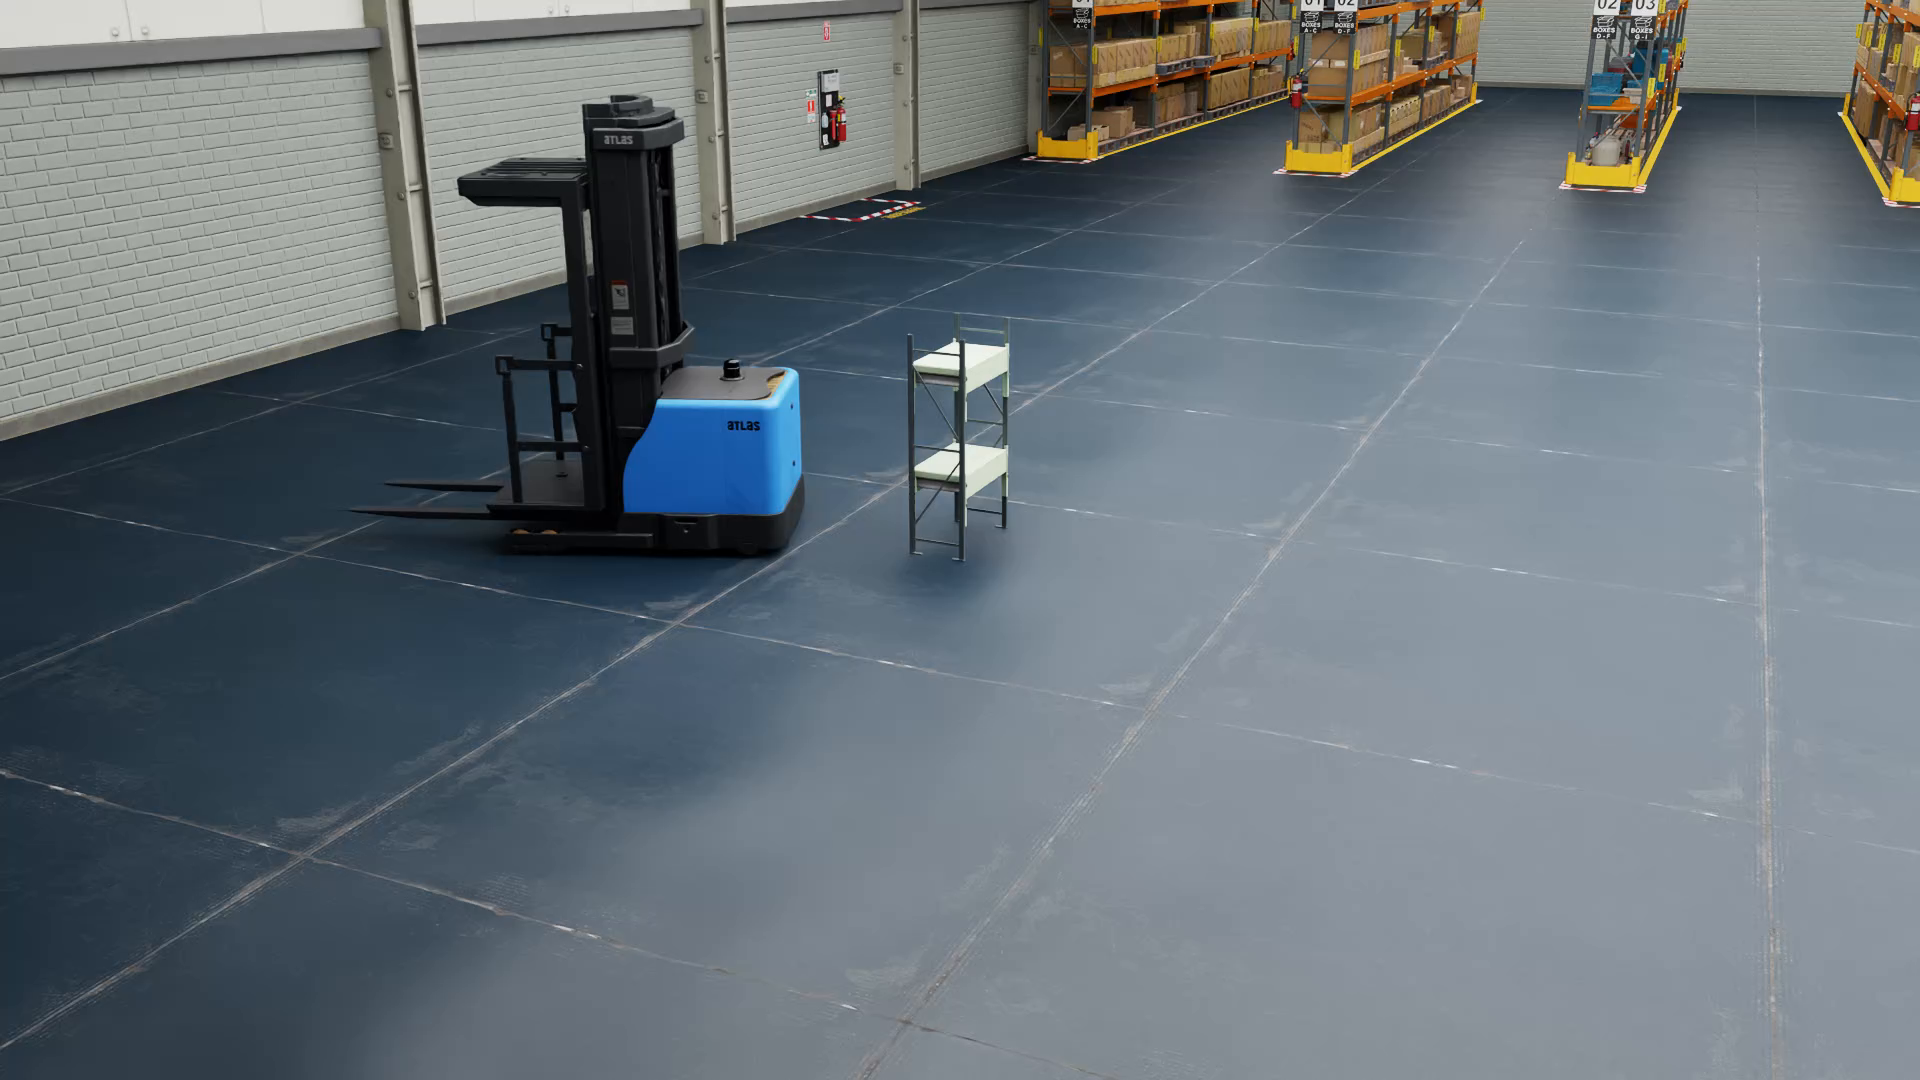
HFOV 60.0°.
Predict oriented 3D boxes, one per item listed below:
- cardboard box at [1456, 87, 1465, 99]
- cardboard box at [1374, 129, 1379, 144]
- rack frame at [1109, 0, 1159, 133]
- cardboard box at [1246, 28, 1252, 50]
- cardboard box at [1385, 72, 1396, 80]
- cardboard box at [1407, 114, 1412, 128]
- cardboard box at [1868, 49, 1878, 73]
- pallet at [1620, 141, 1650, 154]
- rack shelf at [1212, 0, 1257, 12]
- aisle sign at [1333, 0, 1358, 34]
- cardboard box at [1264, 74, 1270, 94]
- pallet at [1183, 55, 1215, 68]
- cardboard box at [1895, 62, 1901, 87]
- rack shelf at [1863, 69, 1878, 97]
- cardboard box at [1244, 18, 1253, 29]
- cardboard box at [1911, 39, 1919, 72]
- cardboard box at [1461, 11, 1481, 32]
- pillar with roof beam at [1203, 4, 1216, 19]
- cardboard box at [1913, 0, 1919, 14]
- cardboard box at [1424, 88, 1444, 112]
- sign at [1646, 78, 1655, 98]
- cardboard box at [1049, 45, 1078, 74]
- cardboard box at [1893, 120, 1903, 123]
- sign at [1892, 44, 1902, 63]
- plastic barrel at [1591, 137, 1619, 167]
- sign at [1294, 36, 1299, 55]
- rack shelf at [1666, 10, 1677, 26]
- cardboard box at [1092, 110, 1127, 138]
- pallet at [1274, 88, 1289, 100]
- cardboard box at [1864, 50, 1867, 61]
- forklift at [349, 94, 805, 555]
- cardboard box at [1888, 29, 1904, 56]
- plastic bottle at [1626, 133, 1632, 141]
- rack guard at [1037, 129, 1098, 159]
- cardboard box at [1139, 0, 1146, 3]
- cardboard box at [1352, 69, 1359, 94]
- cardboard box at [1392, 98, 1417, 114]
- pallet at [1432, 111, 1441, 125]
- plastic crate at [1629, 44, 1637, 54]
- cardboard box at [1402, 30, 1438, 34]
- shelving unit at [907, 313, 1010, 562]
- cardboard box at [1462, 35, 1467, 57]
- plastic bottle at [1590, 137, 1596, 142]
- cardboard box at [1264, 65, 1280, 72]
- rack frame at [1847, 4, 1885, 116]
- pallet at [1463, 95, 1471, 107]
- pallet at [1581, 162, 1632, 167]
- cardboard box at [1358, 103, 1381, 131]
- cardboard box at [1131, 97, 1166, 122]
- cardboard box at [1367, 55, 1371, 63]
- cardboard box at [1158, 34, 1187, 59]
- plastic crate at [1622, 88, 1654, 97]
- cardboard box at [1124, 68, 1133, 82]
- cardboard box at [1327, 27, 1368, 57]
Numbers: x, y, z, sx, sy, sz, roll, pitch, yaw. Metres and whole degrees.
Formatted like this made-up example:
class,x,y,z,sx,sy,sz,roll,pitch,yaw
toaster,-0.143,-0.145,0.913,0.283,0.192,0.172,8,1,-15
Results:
class,x,y,z,sx,sy,sz,roll,pitch,yaw
cardboard box,12.726,-11.536,42.878,0.500,0.250,0.500,9,21,23
cardboard box,8.022,-8.022,33.025,0.500,0.250,0.500,9,21,23
rack frame,3.705,-10.121,35.452,1.000,3.000,0.127,9,21,23
cardboard box,7.022,-12.588,41.764,0.500,0.500,0.500,8,21,22
cardboard box,8.775,-9.567,34.269,0.380,0.149,0.250,9,21,23
cardboard box,9.455,-9.062,35.951,0.500,0.250,0.500,9,22,24
cardboard box,19.917,-10.315,35.847,0.500,0.500,0.500,9,21,23
pallet,13.030,-7.693,32.787,1.003,0.211,1.213,9,21,23
rack shelf,6.162,-13.030,40.227,1.077,0.370,4.000,9,21,23
aisle sign,6.841,-9.383,29.495,0.394,0.787,0.004,9,21,23
cardboard box,7.802,-12.111,44.151,0.700,0.500,0.500,9,22,24
pallet,5.149,-11.021,38.269,1.213,0.211,1.003,9,21,23
cardboard box,17.021,-8.140,29.289,0.875,0.500,0.500,9,21,23
rack shelf,19.719,-9.578,34.997,1.077,0.370,4.000,9,21,23
cardboard box,7.023,-12.939,41.633,0.500,0.250,0.500,9,22,24
cardboard box,15.823,-7.874,27.046,0.500,0.500,0.500,9,21,23
cardboard box,13.209,-13.455,43.186,0.500,0.500,0.500,8,21,22
pillar with roof beam,10.406,-15.135,40.598,9.100,9.000,0.400,9,21,23
cardboard box,16.419,-9.010,28.073,0.500,0.250,0.500,8,21,21
cardboard box,11.146,-10.424,39.378,0.500,0.500,0.500,9,21,23
sign,11.606,-7.593,27.929,0.100,0.325,0.005,9,21,23
cardboard box,2.066,-9.364,32.397,0.500,0.500,0.500,8,21,22
cardboard box,18.203,-7.781,31.947,0.700,0.500,0.500,11,22,27
sign,16.754,-8.703,29.736,0.100,0.325,0.005,9,21,23
plastic barrel,11.305,-6.776,29.133,0.421,0.512,0.421,0,20,0
sign,6.099,-8.956,30.093,0.100,0.325,0.005,9,21,23
rack shelf,13.562,-10.448,32.967,1.077,0.370,4.000,9,21,23
cardboard box,3.012,-8.519,34.020,0.700,0.500,0.500,7,21,19
pallet,8.363,-12.221,45.517,1.003,0.211,1.213,9,21,23
cardboard box,20.689,-10.927,37.497,0.500,0.250,0.500,9,22,24
forklift,-2.655,-1.455,11.186,3.031,2.935,1.130,1,20,3
cardboard box,19.214,-10.046,33.594,0.797,0.503,0.637,9,22,25
plastic bottle,12.611,-7.504,31.391,0.144,0.351,0.185,9,21,23
rack guard,2.098,-7.744,32.498,1.175,0.500,0.348,9,21,23
cardboard box,3.505,-11.250,33.970,0.500,0.500,0.500,7,21,18
cardboard box,7.002,-8.569,30.938,0.700,0.500,0.500,9,22,24
cardboard box,9.667,-9.478,36.284,0.500,0.311,0.500,8,21,22
pallet,10.705,-9.946,39.122,1.003,0.211,1.213,9,21,23
plastic crate,15.899,-11.418,39.032,0.392,0.384,0.575,9,21,23
cardboard box,10.880,-11.800,39.397,0.700,0.500,0.500,12,23,31
shelving unit,-0.003,-0.705,11.212,0.431,1.500,0.755,9,21,23
cardboard box,12.373,-12.363,41.607,0.500,0.500,0.500,8,21,22
plastic bottle,11.707,-7.287,30.778,0.144,0.351,0.185,10,22,25
cardboard box,8.433,-12.745,44.966,0.380,0.149,0.250,9,22,24
rack frame,22.176,-11.751,40.033,1.000,3.000,0.127,9,21,23
pallet,12.783,-11.530,43.575,1.003,0.211,1.213,9,21,23
pallet,11.431,-6.503,29.438,1.003,0.211,1.213,9,21,23
cardboard box,8.020,-8.375,32.900,0.500,0.500,0.500,9,21,23
cardboard box,4.157,-9.543,36.900,0.700,0.500,0.500,8,21,22
cardboard box,7.575,-9.133,31.555,0.380,0.149,0.250,9,21,23
cardboard box,4.670,-11.069,37.312,0.700,0.500,0.500,9,21,23
plastic crate,12.310,-8.107,30.180,0.530,0.136,0.437,9,21,23
cardboard box,3.179,-9.413,33.653,0.500,0.250,0.500,9,21,23
cardboard box,7.229,-9.351,31.201,0.700,0.500,0.500,9,21,23
